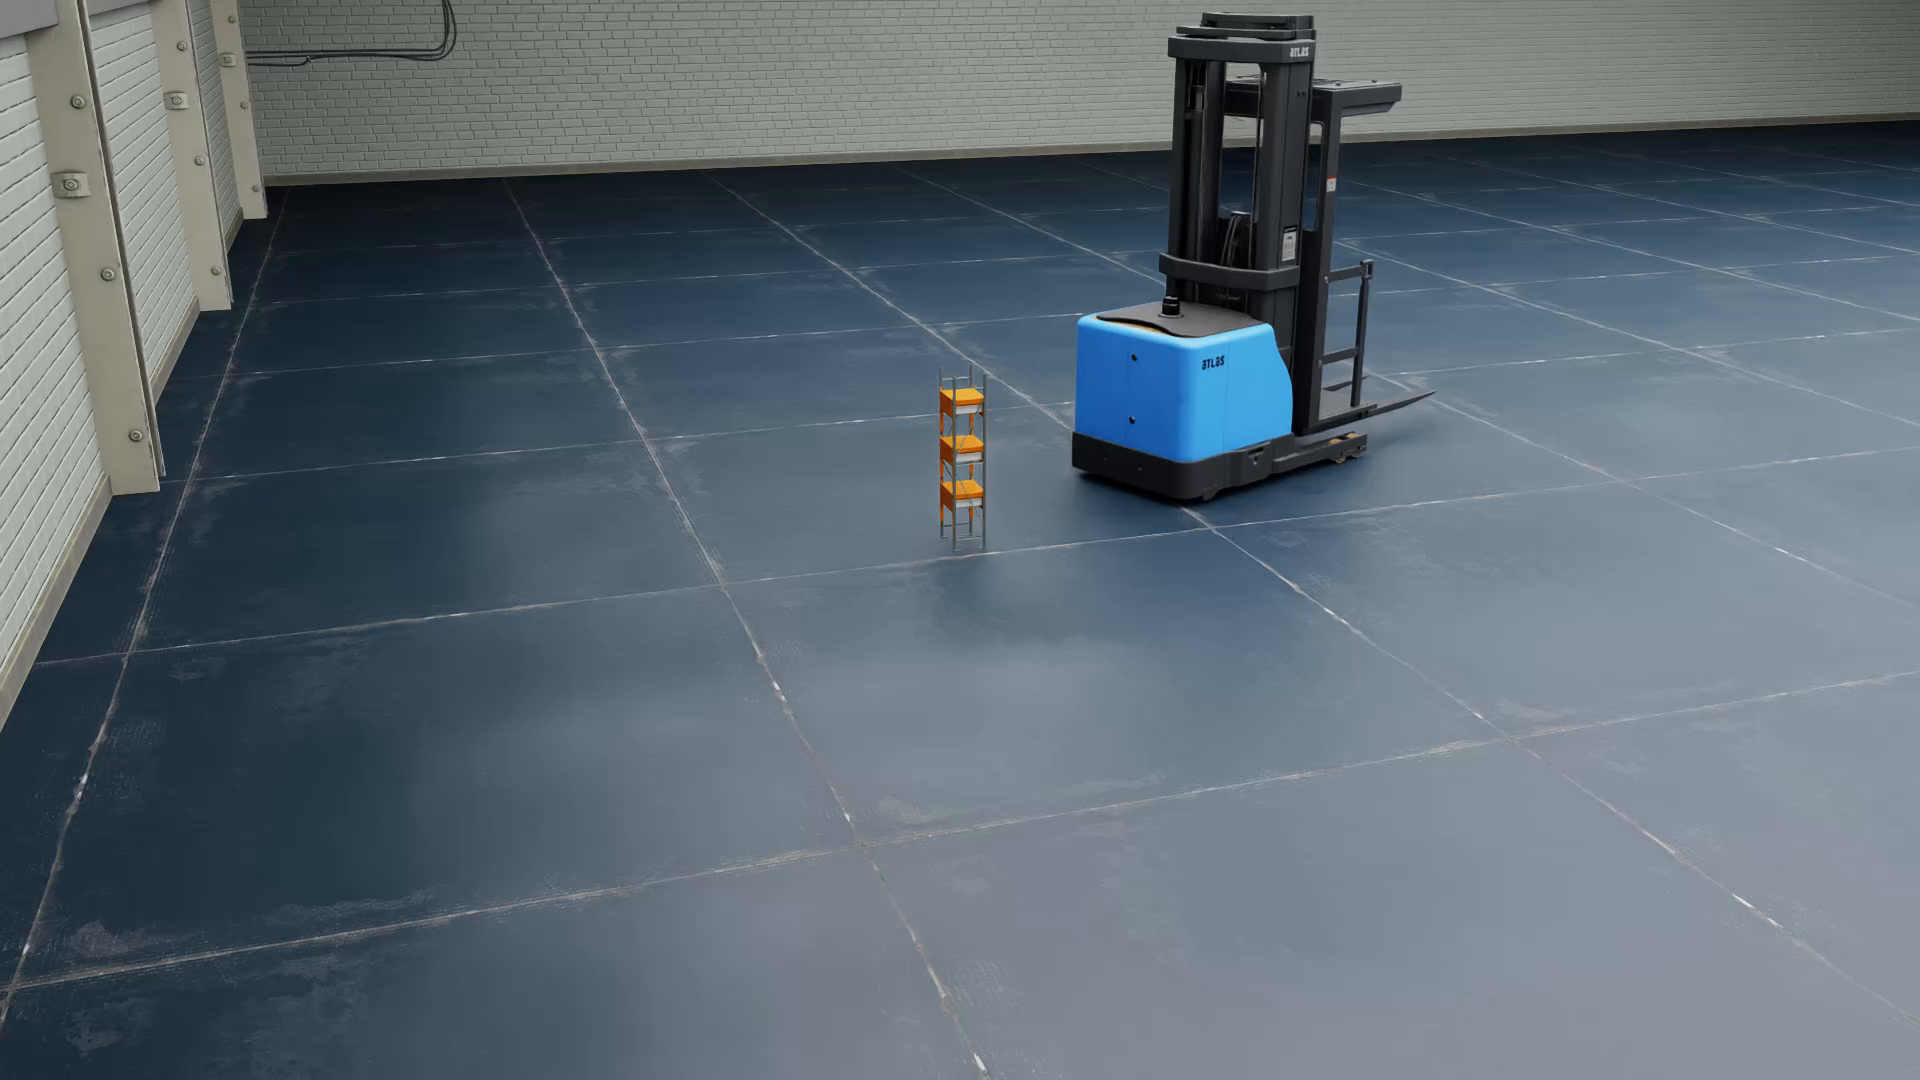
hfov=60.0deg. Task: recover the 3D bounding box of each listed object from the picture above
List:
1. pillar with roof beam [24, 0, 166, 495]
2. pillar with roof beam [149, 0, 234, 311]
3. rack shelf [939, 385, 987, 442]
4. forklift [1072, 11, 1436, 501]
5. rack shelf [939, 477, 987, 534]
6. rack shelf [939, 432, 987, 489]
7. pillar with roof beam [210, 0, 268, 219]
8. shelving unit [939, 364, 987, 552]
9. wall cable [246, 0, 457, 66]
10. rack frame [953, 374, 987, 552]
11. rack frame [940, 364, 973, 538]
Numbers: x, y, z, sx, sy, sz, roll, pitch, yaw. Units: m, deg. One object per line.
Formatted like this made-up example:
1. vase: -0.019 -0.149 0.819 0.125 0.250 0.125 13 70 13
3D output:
1. pillar with roof beam: -1.325 -5.057 10.682 9.100 9.000 0.400 -6 21 -17
2. pillar with roof beam: -3.210 -6.982 16.043 9.100 9.000 0.400 -6 21 -17
3. rack shelf: 0.017 -0.734 9.599 0.215 0.259 0.240 -6 21 -17
4. forklift: 2.183 -2.023 11.214 3.031 2.935 1.130 -17 26 -39
5. rack shelf: 0.017 -0.205 9.789 0.215 0.259 0.240 -6 21 -17
6. rack shelf: 0.017 -0.467 9.695 0.215 0.259 0.240 -6 21 -17
7. pillar with roof beam: -5.096 -8.907 21.403 9.100 9.000 0.400 -6 21 -17
8. shelving unit: 0.017 -0.477 9.691 0.215 1.050 0.252 -6 21 -17
9. wall cable: -8.854 -8.075 23.678 3.097 2.526 0.112 -6 21 -17
10. rack frame: 0.055 -0.438 9.582 0.200 1.050 0.008 -6 21 -17
11. rack frame: -0.022 -0.516 9.800 0.200 1.050 0.008 -6 21 -17
